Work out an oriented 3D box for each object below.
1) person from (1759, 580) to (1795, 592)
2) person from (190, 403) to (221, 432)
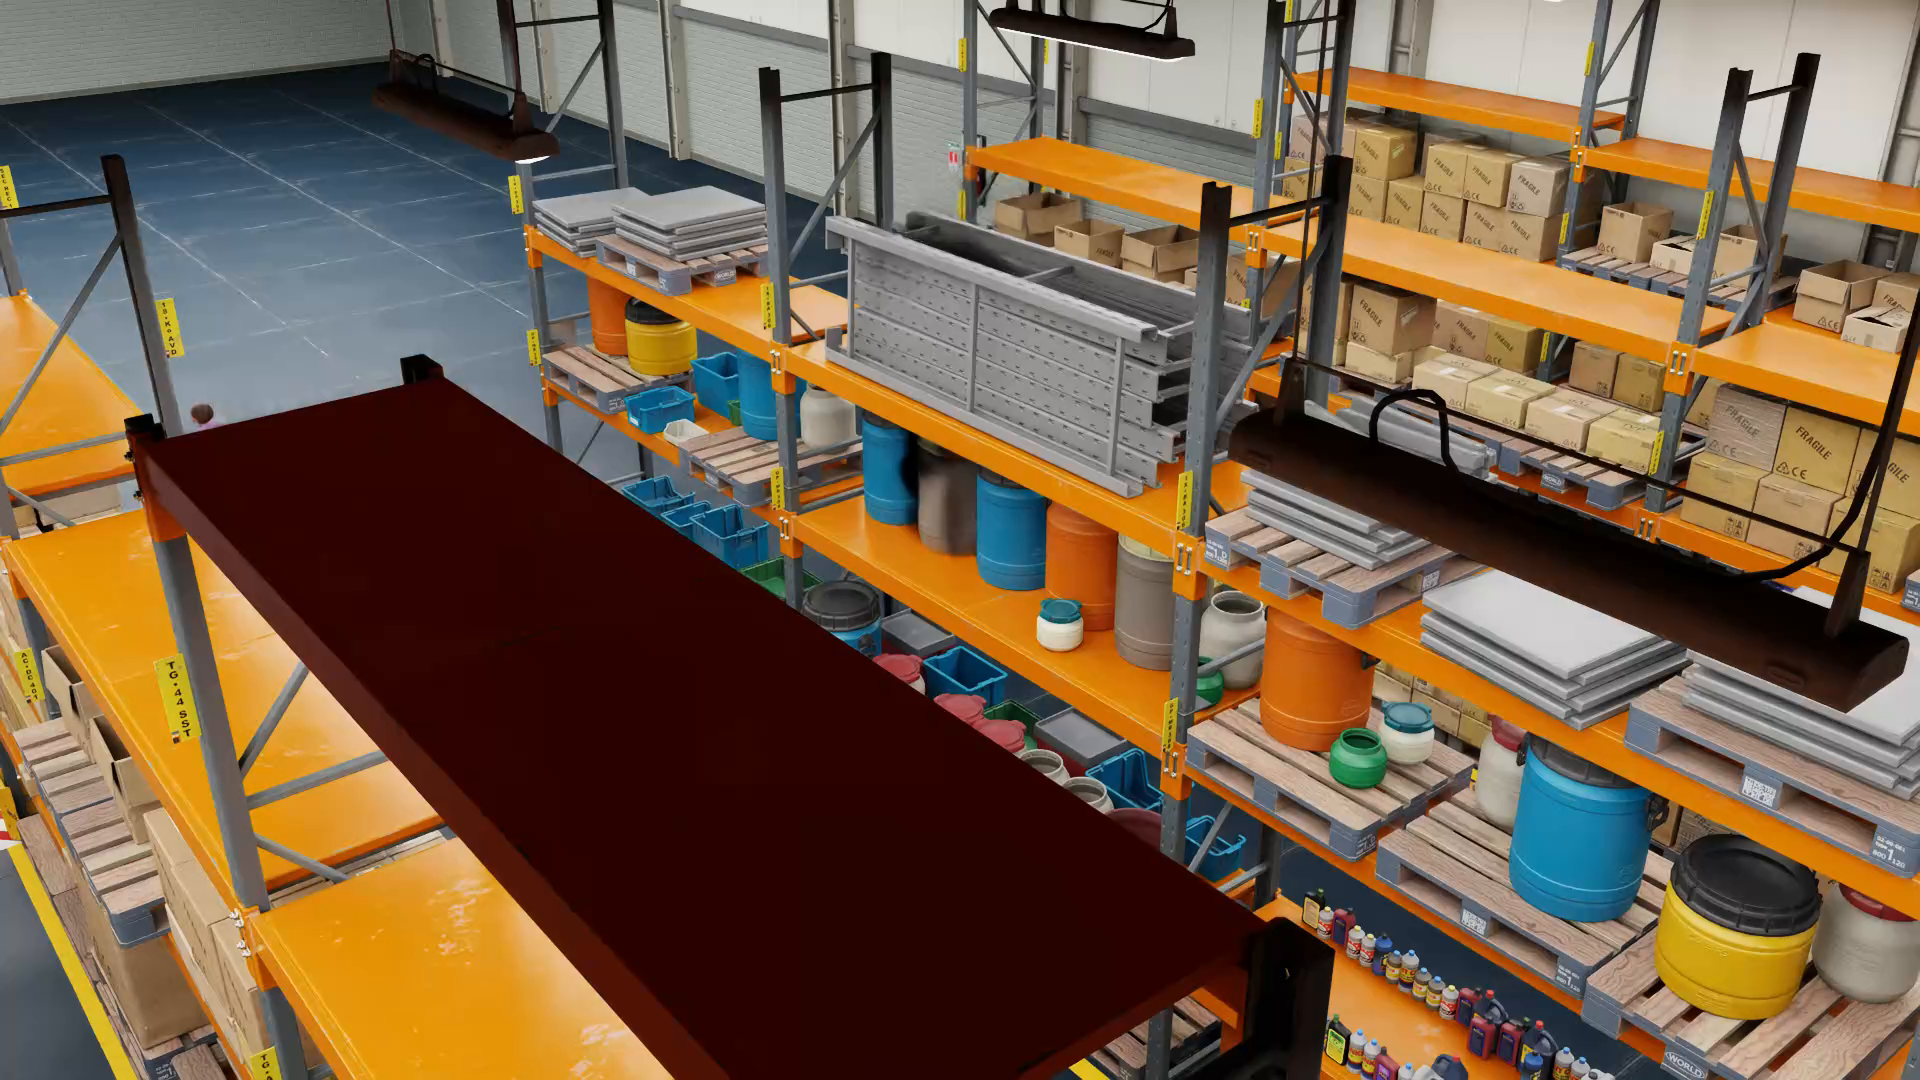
[{"bbox_3d":[6.956,0.860,14.598,0.638,1.626,0.550,22,33,37],"label":"person"},{"bbox_3d":[-8.050,-0.749,18.039,0.723,1.584,0.541,-5,26,-11],"label":"person"}]
